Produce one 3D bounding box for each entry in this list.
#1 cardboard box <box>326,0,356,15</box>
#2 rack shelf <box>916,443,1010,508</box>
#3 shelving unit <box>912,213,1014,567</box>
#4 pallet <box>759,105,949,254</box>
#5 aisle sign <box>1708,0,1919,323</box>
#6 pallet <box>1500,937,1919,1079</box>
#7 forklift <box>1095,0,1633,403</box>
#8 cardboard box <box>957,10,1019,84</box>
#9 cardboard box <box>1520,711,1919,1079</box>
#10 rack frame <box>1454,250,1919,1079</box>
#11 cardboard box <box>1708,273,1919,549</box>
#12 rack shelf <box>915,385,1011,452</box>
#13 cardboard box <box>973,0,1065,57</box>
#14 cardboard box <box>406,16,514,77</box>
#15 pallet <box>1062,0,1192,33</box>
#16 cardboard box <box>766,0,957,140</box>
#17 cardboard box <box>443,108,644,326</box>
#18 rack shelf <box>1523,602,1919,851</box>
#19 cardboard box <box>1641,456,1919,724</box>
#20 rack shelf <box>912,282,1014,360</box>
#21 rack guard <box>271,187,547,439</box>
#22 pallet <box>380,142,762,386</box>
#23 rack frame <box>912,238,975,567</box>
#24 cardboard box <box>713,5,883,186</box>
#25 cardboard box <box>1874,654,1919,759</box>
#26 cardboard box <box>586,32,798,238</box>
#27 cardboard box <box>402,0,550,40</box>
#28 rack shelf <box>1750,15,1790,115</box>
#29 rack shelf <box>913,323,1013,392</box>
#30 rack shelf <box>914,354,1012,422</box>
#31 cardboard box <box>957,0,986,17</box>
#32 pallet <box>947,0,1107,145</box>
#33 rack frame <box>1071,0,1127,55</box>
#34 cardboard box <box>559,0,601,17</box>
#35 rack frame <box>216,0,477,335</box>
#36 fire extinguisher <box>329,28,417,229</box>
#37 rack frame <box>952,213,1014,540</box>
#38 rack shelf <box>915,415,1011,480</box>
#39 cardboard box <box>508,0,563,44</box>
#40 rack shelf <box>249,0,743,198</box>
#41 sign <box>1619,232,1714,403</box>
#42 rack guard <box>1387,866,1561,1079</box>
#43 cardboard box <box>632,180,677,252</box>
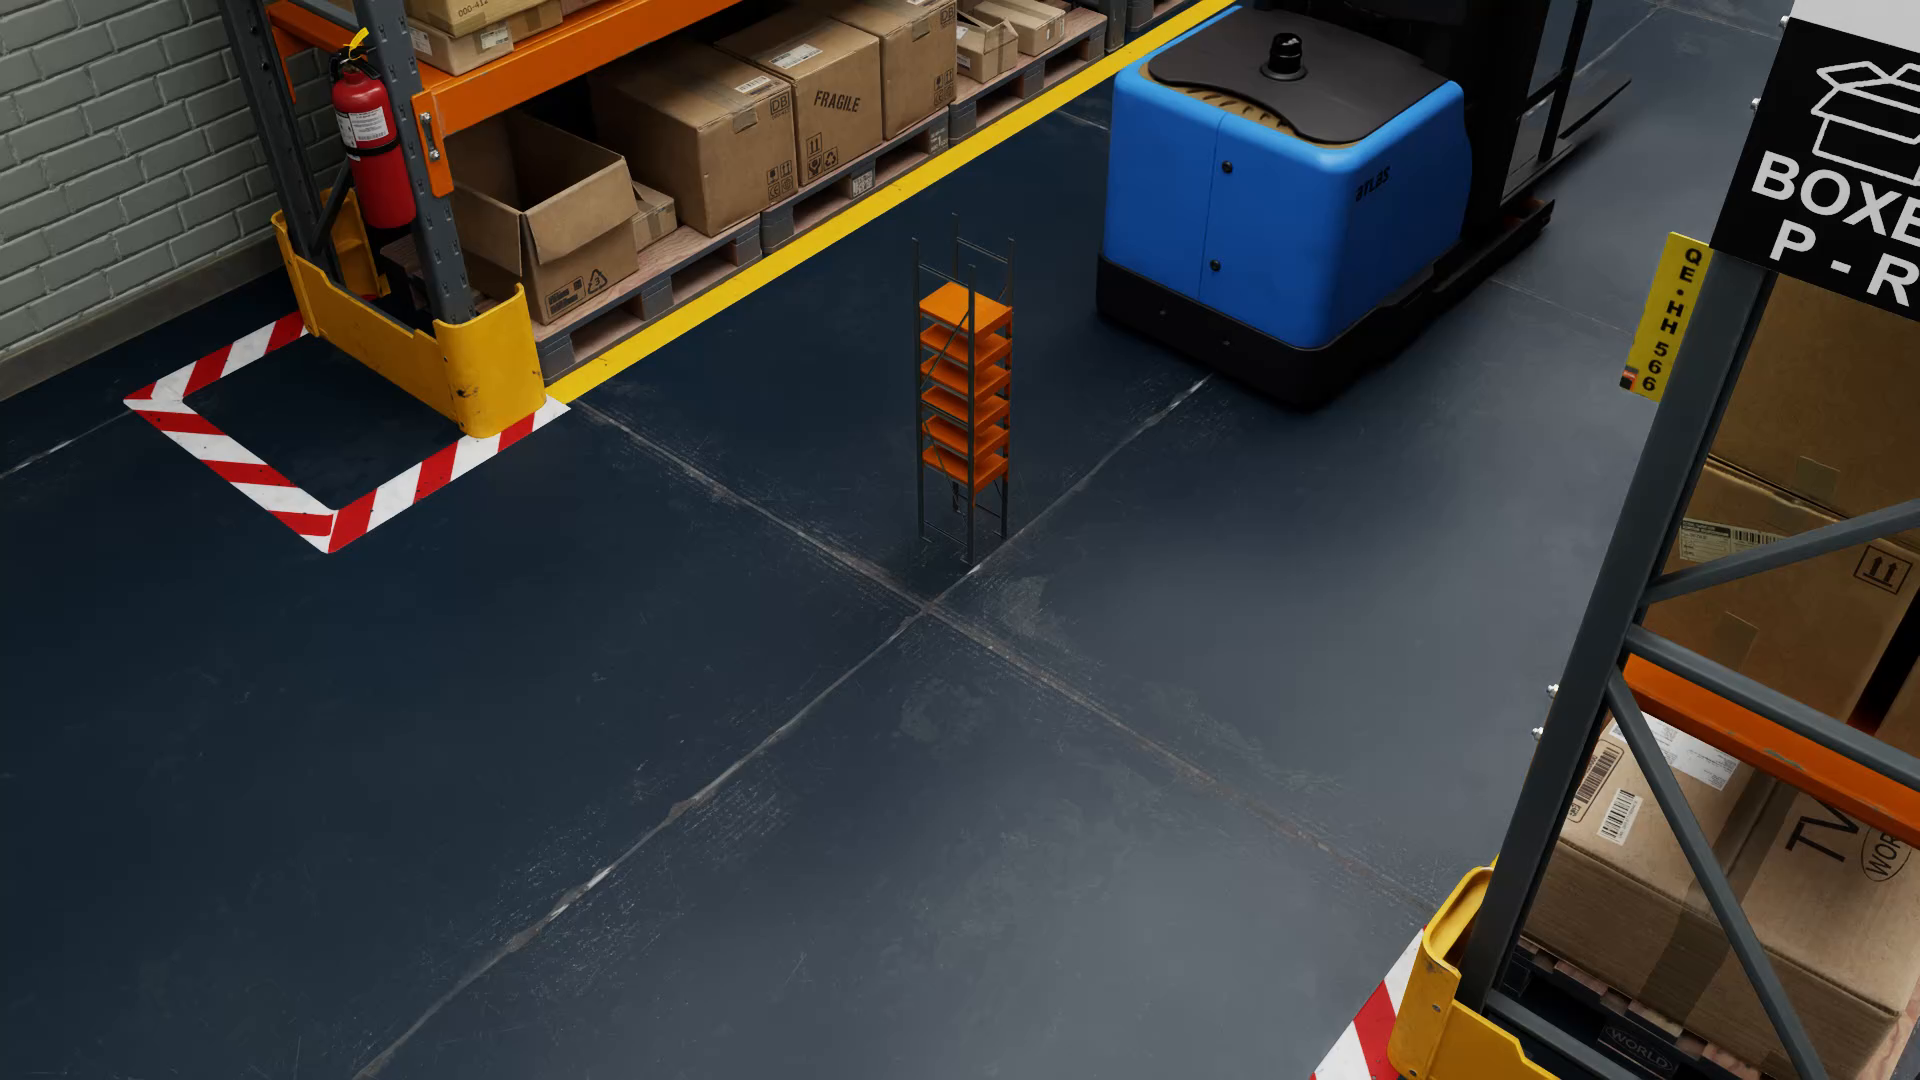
[{"bbox_3d":[-2.146,-1.963,5.866,0.380,0.149,0.250,29,50,28],"label":"cardboard box"},{"bbox_3d":[0.009,-0.241,5.546,0.258,0.103,0.180,29,50,28],"label":"rack shelf"},{"bbox_3d":[0.009,-0.451,5.355,0.258,1.200,0.189,29,50,28],"label":"shelving unit"},{"bbox_3d":[-0.807,-1.813,7.587,1.003,0.211,1.213,29,50,28],"label":"pallet"},{"bbox_3d":[1.364,-0.681,2.337,0.394,0.787,0.004,29,50,28],"label":"aisle sign"},{"bbox_3d":[2.102,0.964,4.533,1.003,0.211,1.213,29,50,28],"label":"pallet"},{"bbox_3d":[1.905,-2.505,6.326,1.130,2.935,3.031,31,51,30],"label":"forklift"},{"bbox_3d":[0.057,-2.375,7.852,0.396,0.266,0.258,31,51,30],"label":"cardboard box"},{"bbox_3d":[1.996,0.787,4.247,0.875,0.438,0.875,28,49,27],"label":"cardboard box"},{"bbox_3d":[1.648,0.378,3.105,1.000,3.000,0.127,29,50,28],"label":"rack frame"},{"bbox_3d":[1.776,-0.380,3.121,0.500,0.500,0.500,31,51,30],"label":"cardboard box"},{"bbox_3d":[0.009,-0.419,5.384,0.258,0.103,0.180,29,50,28],"label":"rack shelf"},{"bbox_3d":[0.287,-2.515,8.094,0.380,0.149,0.250,28,49,27],"label":"cardboard box"},{"bbox_3d":[-1.732,-1.727,5.606,0.380,0.149,0.250,29,50,28],"label":"cardboard box"},{"bbox_3d":[0.915,-3.232,9.148,1.003,0.211,1.213,29,50,28],"label":"pallet"},{"bbox_3d":[-0.440,-2.232,7.520,0.700,0.500,0.500,28,49,27],"label":"cardboard box"},{"bbox_3d":[-1.688,-1.275,6.466,0.797,0.503,0.637,28,49,27],"label":"cardboard box"},{"bbox_3d":[2.935,-0.386,4.479,1.077,0.370,4.000,29,50,28],"label":"rack shelf"},{"bbox_3d":[1.755,-0.022,3.470,0.500,0.500,0.500,30,50,29],"label":"cardboard box"},{"bbox_3d":[0.009,-0.685,5.142,0.258,0.103,0.180,29,50,28],"label":"rack shelf"},{"bbox_3d":[-2.105,-0.884,6.350,1.175,0.500,0.348,29,50,28],"label":"rack guard"},{"bbox_3d":[-1.593,-1.187,6.899,1.003,0.211,1.213,29,50,28],"label":"pallet"},{"bbox_3d":[-0.050,-0.404,5.303,0.240,1.200,0.006,29,50,28],"label":"rack frame"},{"bbox_3d":[-0.691,-1.926,7.184,0.500,0.500,0.500,30,50,29],"label":"cardboard box"},{"bbox_3d":[2.176,0.218,3.206,0.500,0.500,0.500,29,50,28],"label":"cardboard box"},{"bbox_3d":[-1.108,-1.697,6.933,0.700,0.500,0.500,32,51,30],"label":"cardboard box"},{"bbox_3d":[-1.656,-1.941,5.545,0.500,0.250,0.500,30,50,29],"label":"cardboard box"},{"bbox_3d":[2.935,-1.496,3.470,1.077,0.370,4.000,29,50,28],"label":"rack shelf"},{"bbox_3d":[0.009,-0.596,5.223,0.258,0.103,0.180,29,50,28],"label":"rack shelf"},{"bbox_3d":[0.009,-0.507,5.304,0.258,0.103,0.180,29,50,28],"label":"rack shelf"},{"bbox_3d":[-0.186,-2.752,8.233,0.500,0.311,0.500,31,51,30],"label":"cardboard box"},{"bbox_3d":[-0.022,-2.444,8.281,1.003,0.211,1.213,29,50,28],"label":"pallet"},{"bbox_3d":[0.420,-3.829,7.731,1.000,3.000,0.127,29,50,28],"label":"rack frame"},{"bbox_3d":[-1.462,-2.028,5.938,0.380,0.149,0.250,29,50,28],"label":"cardboard box"},{"bbox_3d":[-2.154,-1.769,5.466,1.000,3.000,0.127,29,50,28],"label":"rack frame"},{"bbox_3d":[-1.895,-1.327,5.314,0.296,0.674,0.183,29,50,28],"label":"fire extinguisher"},{"bbox_3d":[0.068,-0.498,5.406,0.240,1.200,0.006,29,50,28],"label":"rack frame"},{"bbox_3d":[0.009,-0.330,5.465,0.258,0.103,0.180,29,50,28],"label":"rack shelf"},{"bbox_3d":[-1.604,-1.878,5.772,0.380,0.149,0.250,31,51,29],"label":"cardboard box"},{"bbox_3d":[-0.867,-2.533,6.841,1.077,0.370,4.000,29,50,28],"label":"rack shelf"},{"bbox_3d":[1.241,-0.380,2.902,0.100,0.325,0.005,29,50,28],"label":"sign"},{"bbox_3d":[1.632,1.315,3.932,1.175,0.500,0.348,29,50,28],"label":"rack guard"},{"bbox_3d":[-1.385,-1.346,6.807,0.380,0.149,0.250,28,49,27],"label":"cardboard box"}]
